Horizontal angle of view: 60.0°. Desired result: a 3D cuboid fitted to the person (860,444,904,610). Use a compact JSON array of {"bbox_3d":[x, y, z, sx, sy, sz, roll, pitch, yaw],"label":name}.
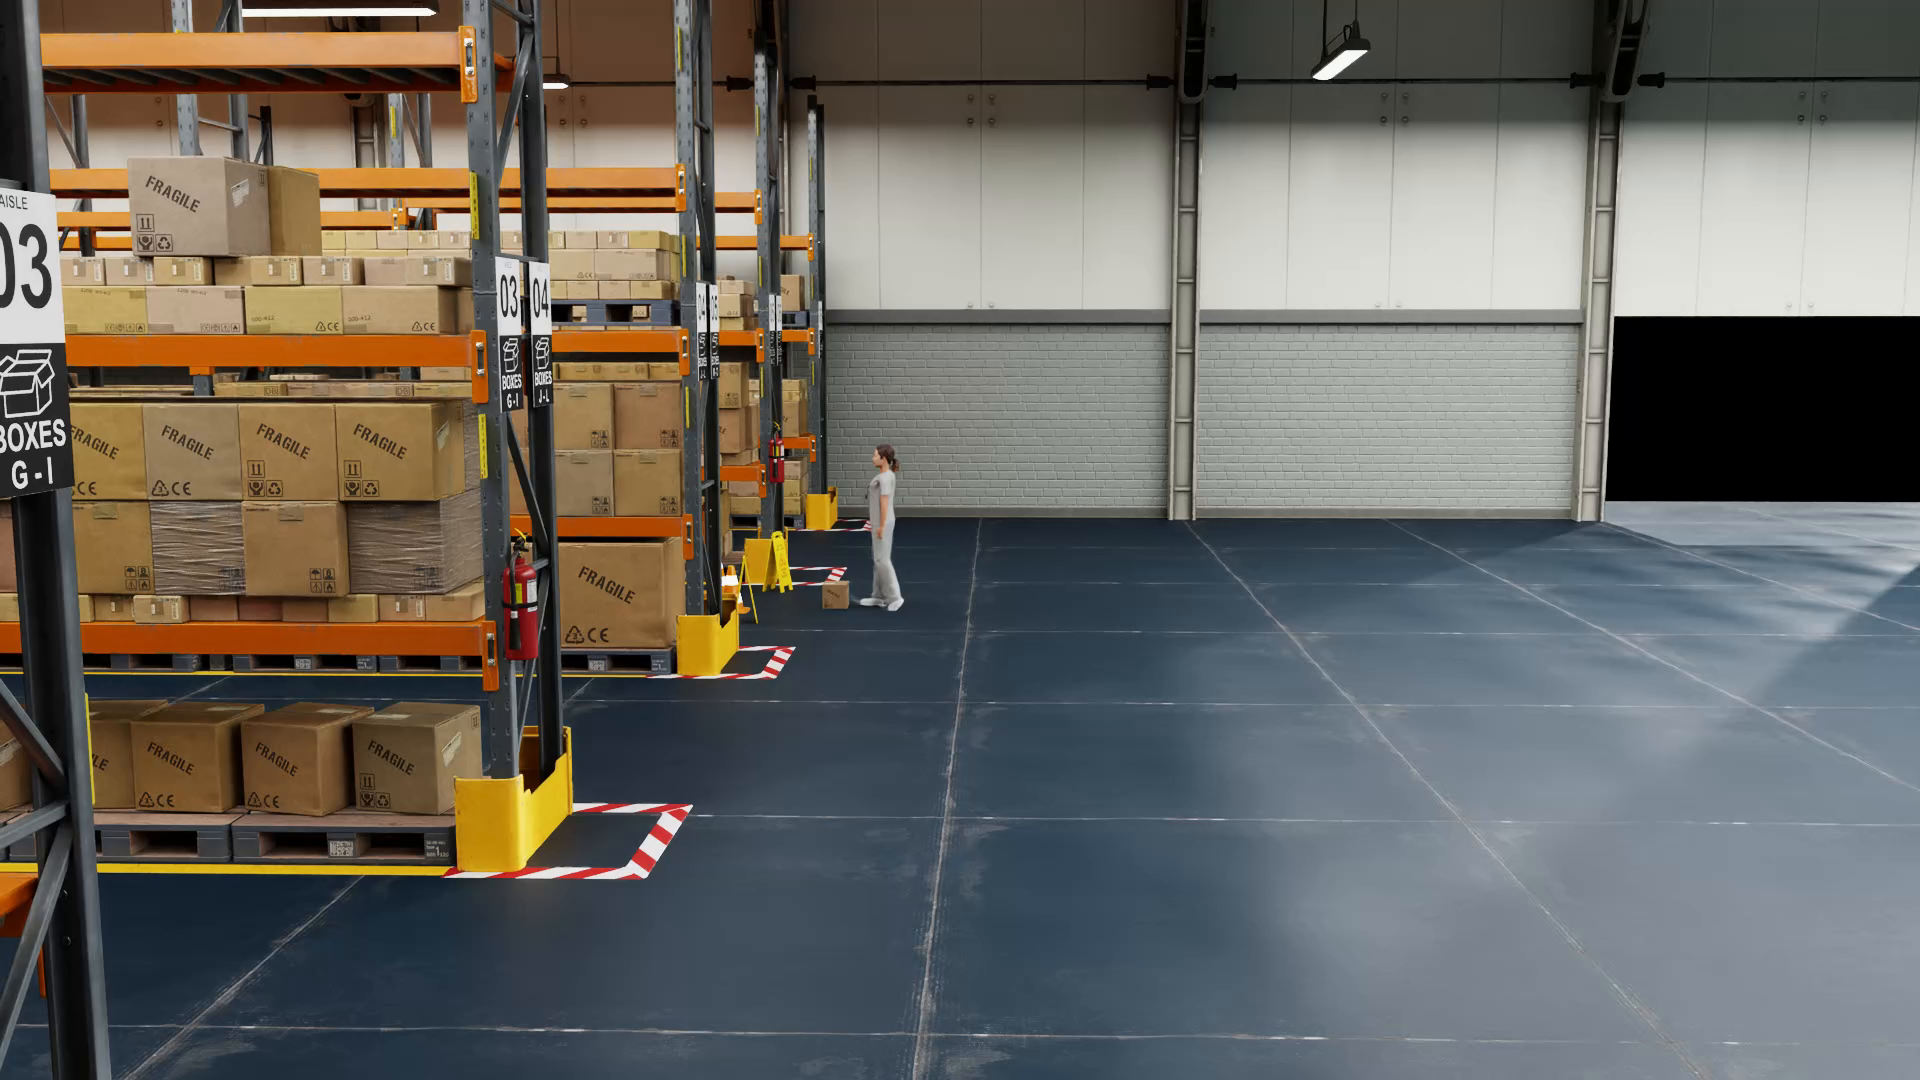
[{"bbox_3d":[-0.795,-0.103,16.905,0.467,1.750,0.446,0,7,2],"label":"person"}]
